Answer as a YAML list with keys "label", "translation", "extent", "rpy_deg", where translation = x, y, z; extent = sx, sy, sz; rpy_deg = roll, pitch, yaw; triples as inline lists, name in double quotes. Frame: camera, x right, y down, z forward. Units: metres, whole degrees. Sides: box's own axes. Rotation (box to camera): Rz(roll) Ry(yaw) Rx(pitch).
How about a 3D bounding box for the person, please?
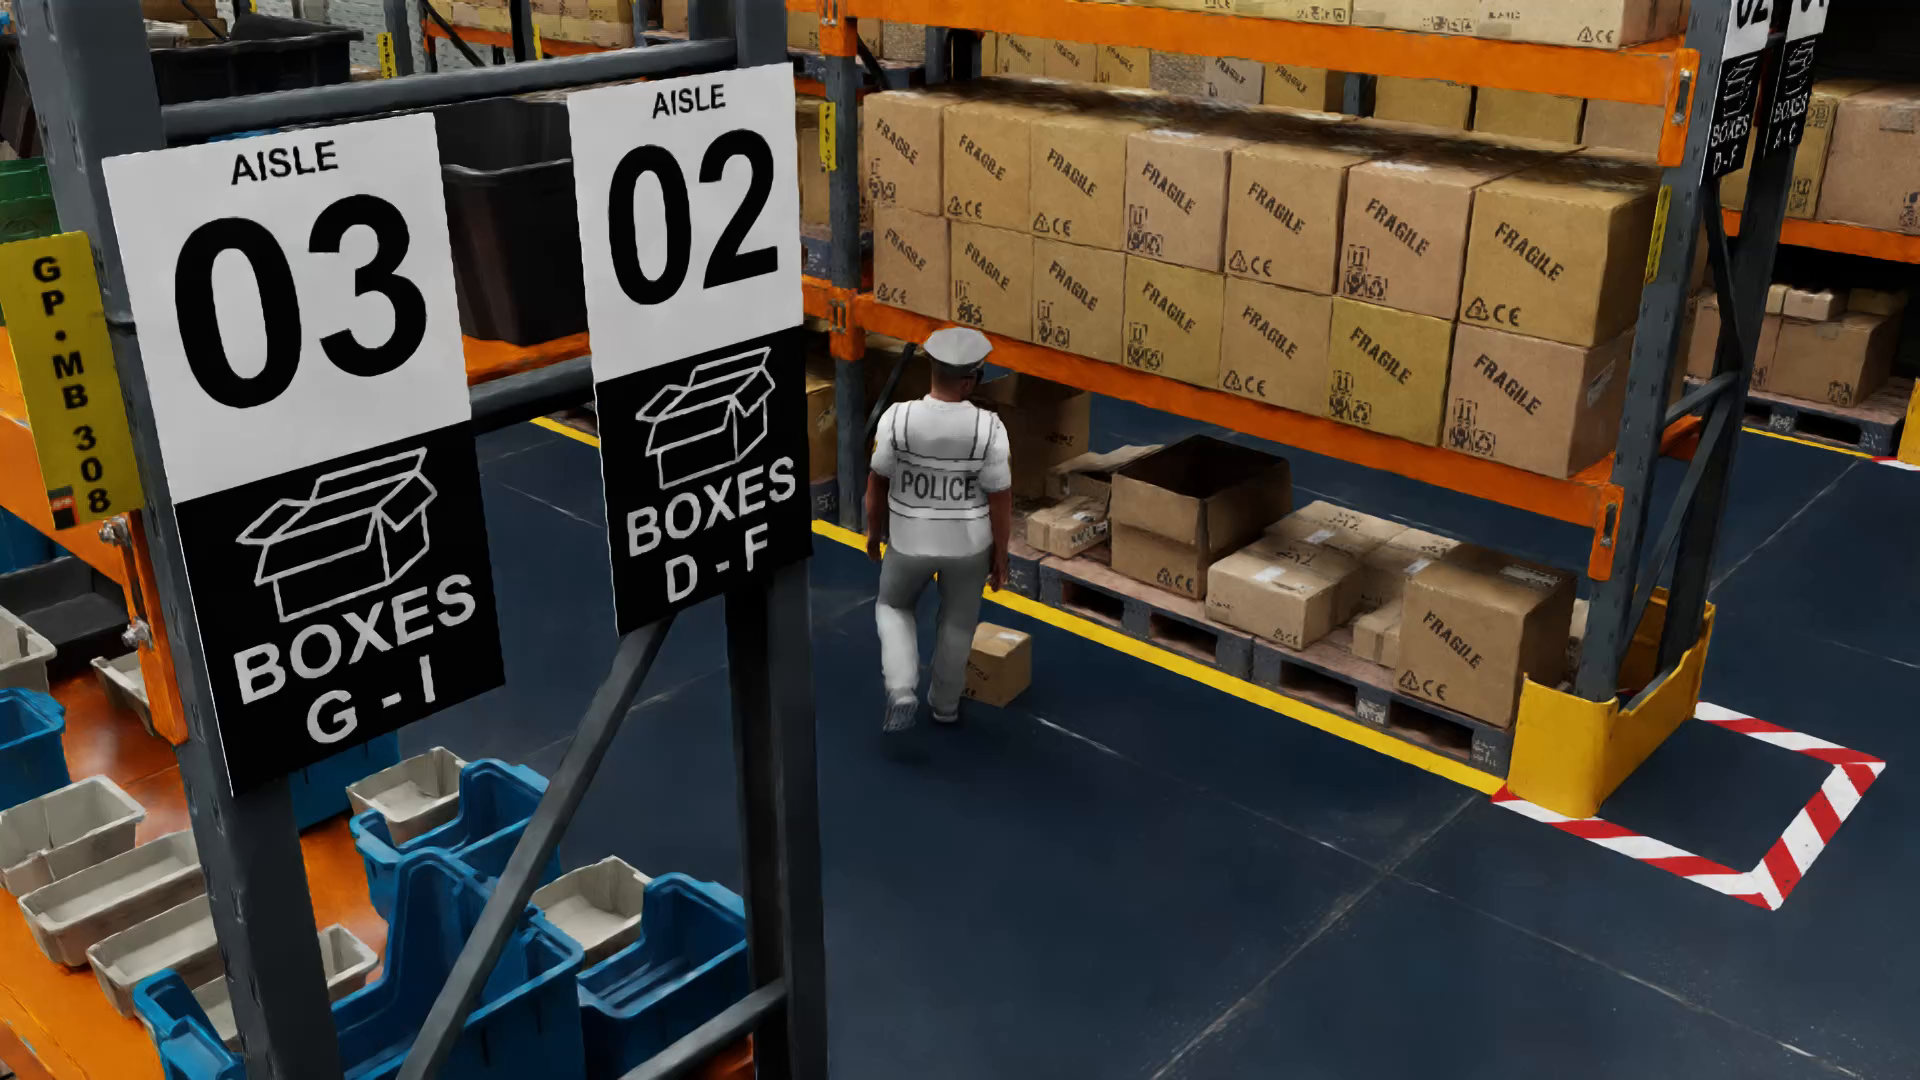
- label: "person"
  translation: [-0.086, 0.004, 6.600]
  extent: [0.585, 1.753, 0.683]
  rpy_deg: [1, 24, 3]
